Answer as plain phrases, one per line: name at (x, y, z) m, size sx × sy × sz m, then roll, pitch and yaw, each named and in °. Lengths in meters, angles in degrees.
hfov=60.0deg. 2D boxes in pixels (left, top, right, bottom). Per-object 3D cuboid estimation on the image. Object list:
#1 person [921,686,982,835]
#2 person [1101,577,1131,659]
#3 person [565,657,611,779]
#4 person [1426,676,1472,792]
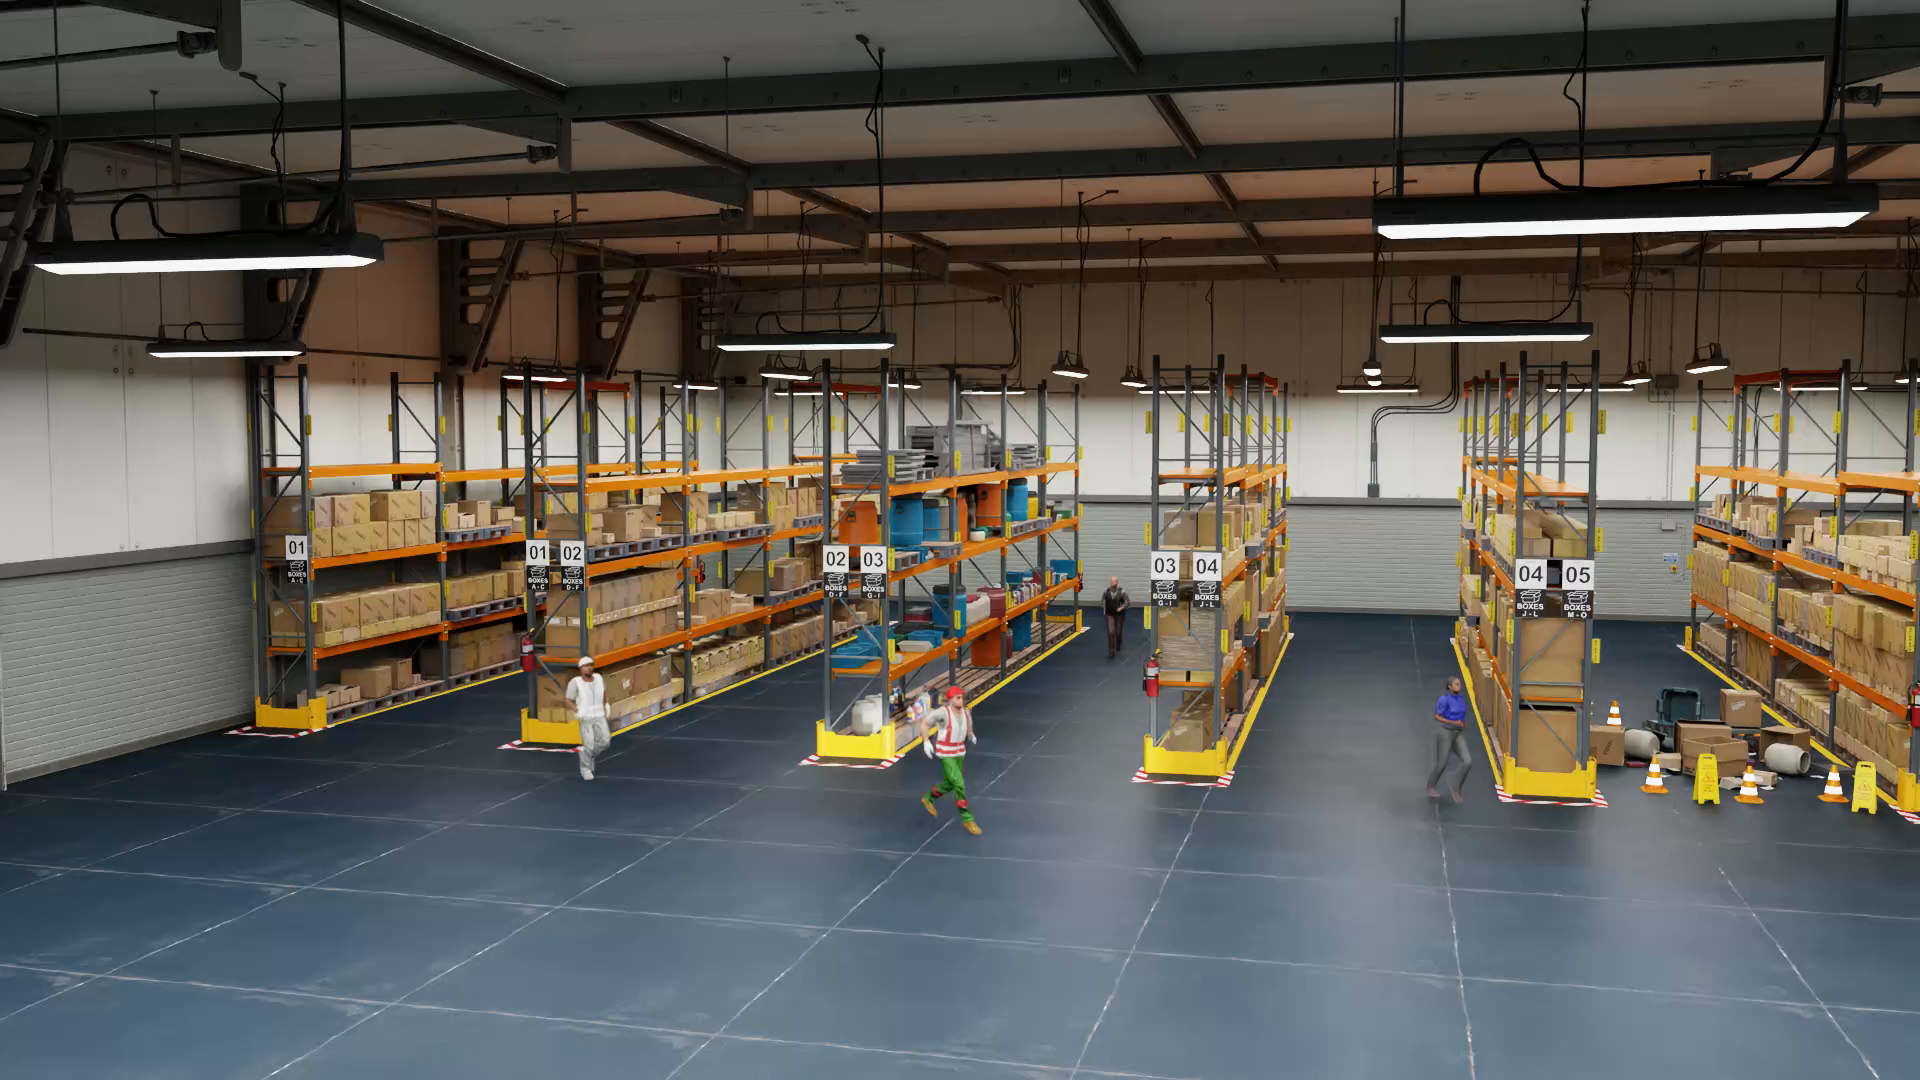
person at (-0.122, 2.684, 20.629) m, size 0.687 × 1.789 × 1.054 m, roll -4°, pitch 5°, yaw -43°
person at (3.368, 1.657, 36.012) m, size 0.652 × 1.741 × 0.827 m, roll 1°, pitch 4°, yaw 12°
person at (-5.215, 2.514, 23.502) m, size 0.690 × 1.739 × 0.527 m, roll -3°, pitch 5°, yaw -40°
person at (6.559, 2.581, 22.161) m, size 0.581 × 1.540 × 0.646 m, roll -2°, pitch 4°, yaw -25°
